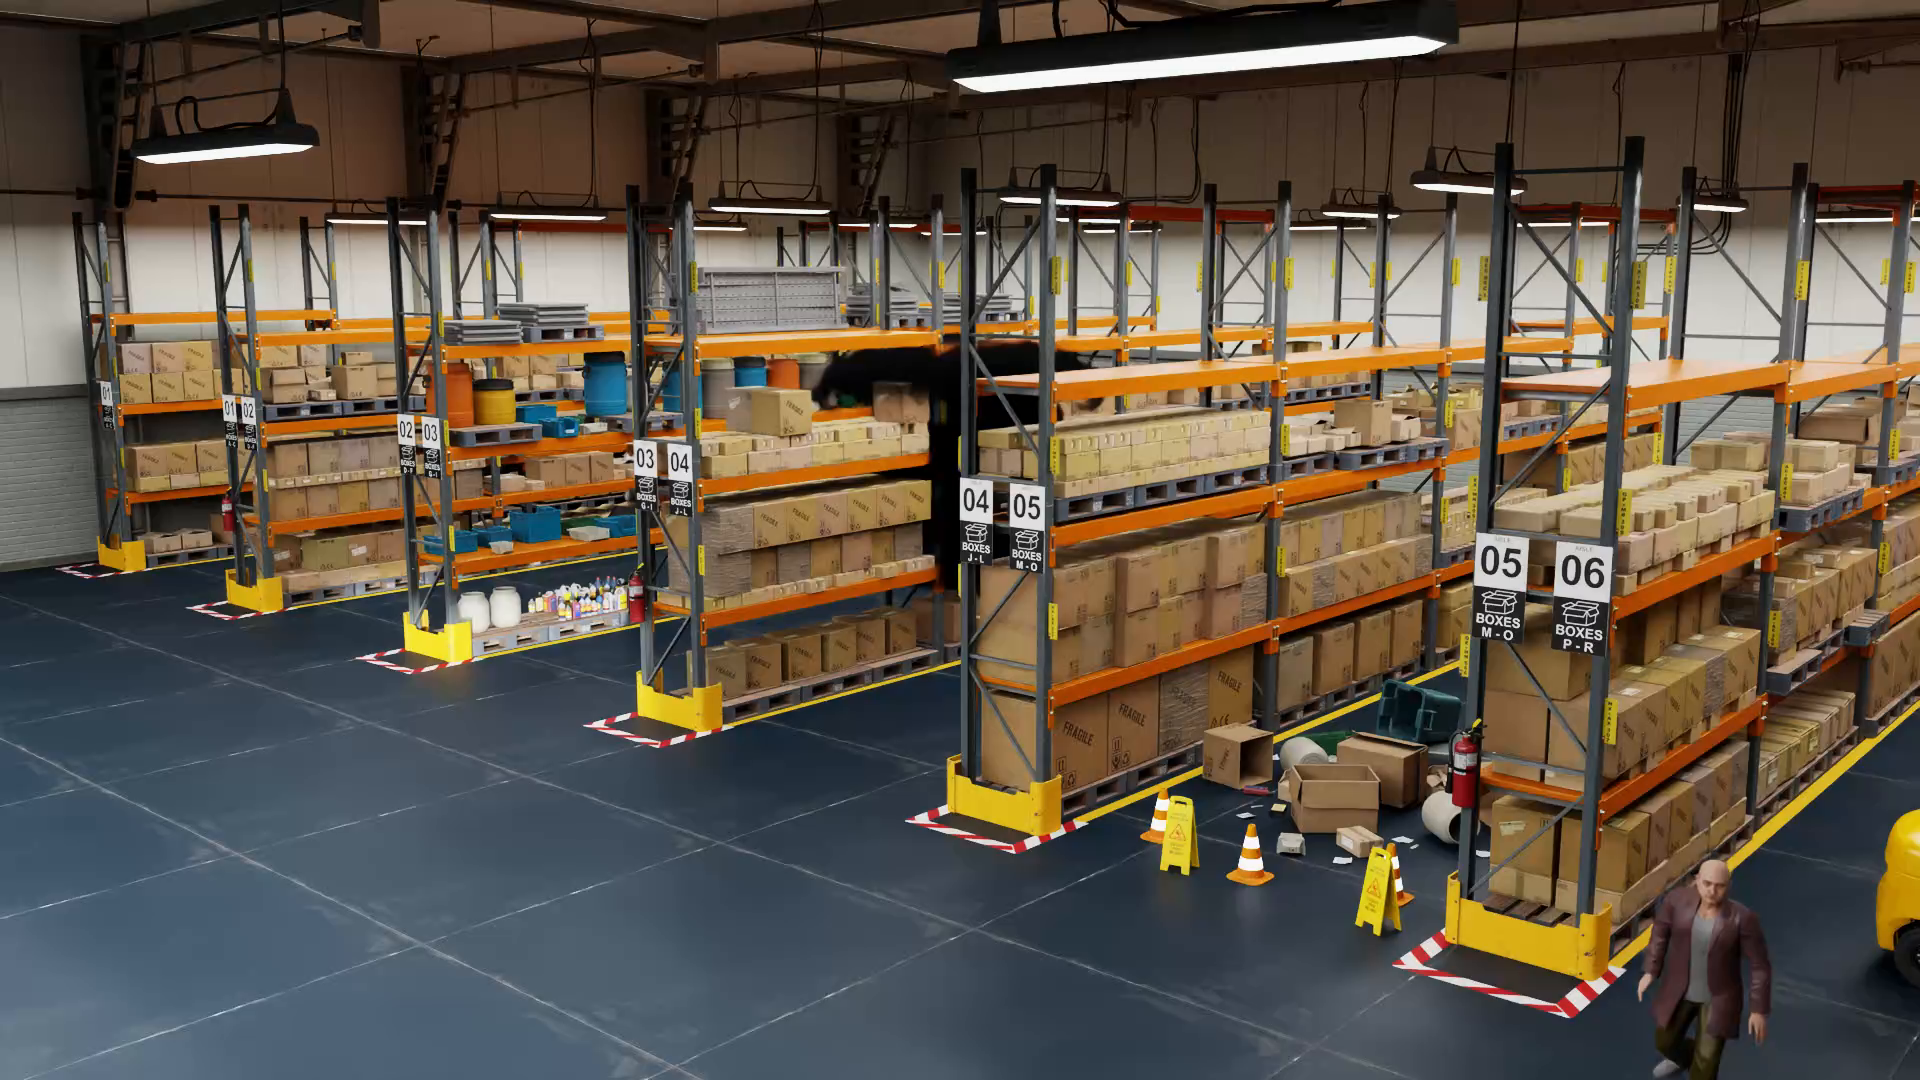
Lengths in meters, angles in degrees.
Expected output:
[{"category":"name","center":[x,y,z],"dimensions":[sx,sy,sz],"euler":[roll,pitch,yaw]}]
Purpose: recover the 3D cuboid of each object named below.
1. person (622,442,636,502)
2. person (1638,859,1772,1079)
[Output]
[{"category":"person","center":[-6.401,-1.112,32.638],"dimensions":[0.833,1.812,0.652],"euler":[-9,13,-42]},{"category":"person","center":[4.532,2.683,10.029],"dimensions":[0.749,1.719,0.789],"euler":[7,12,36]}]
